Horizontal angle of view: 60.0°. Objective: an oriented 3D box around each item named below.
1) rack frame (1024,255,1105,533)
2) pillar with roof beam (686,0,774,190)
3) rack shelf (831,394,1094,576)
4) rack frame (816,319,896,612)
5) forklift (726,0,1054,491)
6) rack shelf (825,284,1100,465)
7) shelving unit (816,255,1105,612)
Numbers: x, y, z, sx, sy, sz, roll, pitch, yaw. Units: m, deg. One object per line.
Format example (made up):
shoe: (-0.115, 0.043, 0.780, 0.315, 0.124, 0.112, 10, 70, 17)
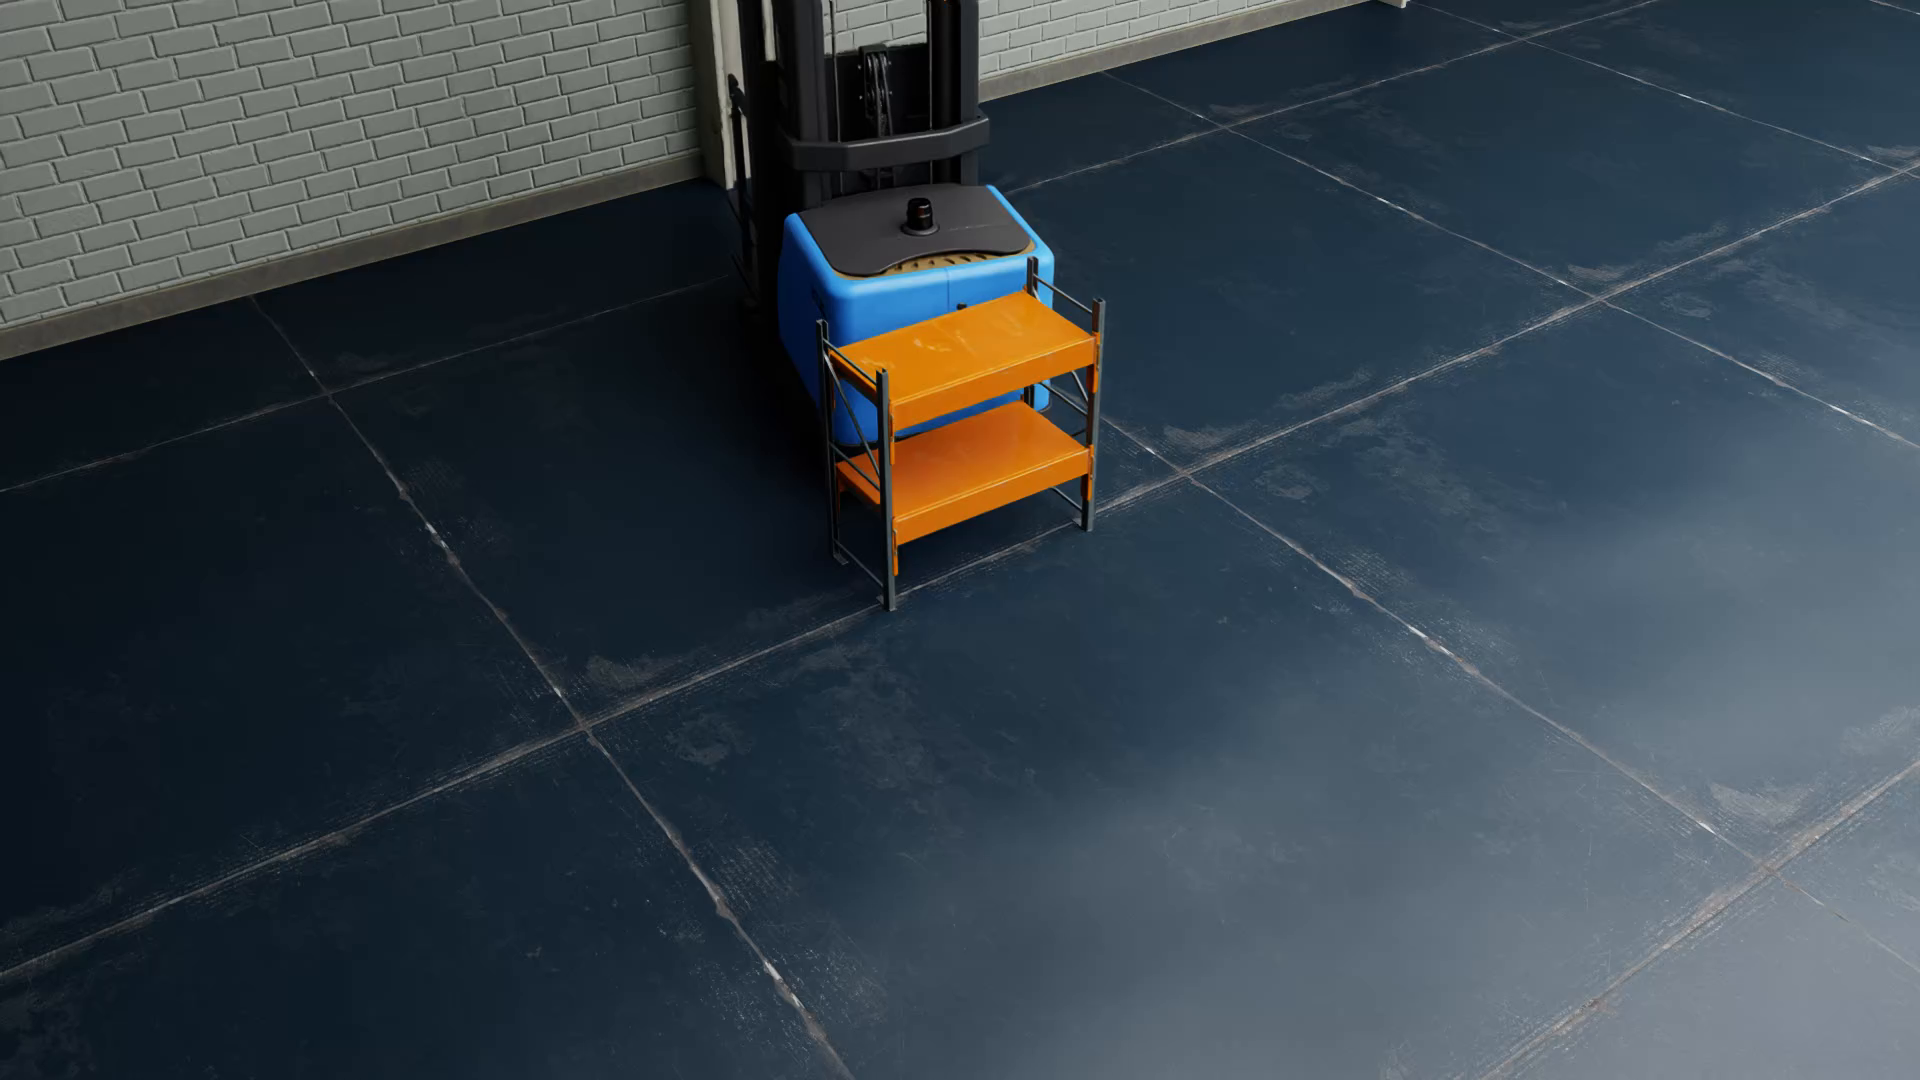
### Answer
rack frame: (0.432, -0.614, 7.140, 0.032, 1.125, 0.500, -21, 41, -27)
pillar with roof beam: (1.111, -3.898, 4.963, 0.400, 9.000, 9.100, -22, 41, -28)
rack shelf: (0.008, -0.251, 7.055, 1.000, 0.278, 0.538, -21, 41, -27)
rack frame: (-0.416, -0.286, 6.684, 0.032, 1.125, 0.500, -21, 41, -27)
forklift: (-0.541, -2.267, 7.892, 1.130, 2.935, 3.031, -11, 37, -15)
rack shelf: (0.008, -0.687, 6.741, 1.000, 0.278, 0.538, -21, 41, -27)
shelving unit: (0.008, -0.450, 6.912, 1.048, 1.125, 0.538, -21, 41, -27)
